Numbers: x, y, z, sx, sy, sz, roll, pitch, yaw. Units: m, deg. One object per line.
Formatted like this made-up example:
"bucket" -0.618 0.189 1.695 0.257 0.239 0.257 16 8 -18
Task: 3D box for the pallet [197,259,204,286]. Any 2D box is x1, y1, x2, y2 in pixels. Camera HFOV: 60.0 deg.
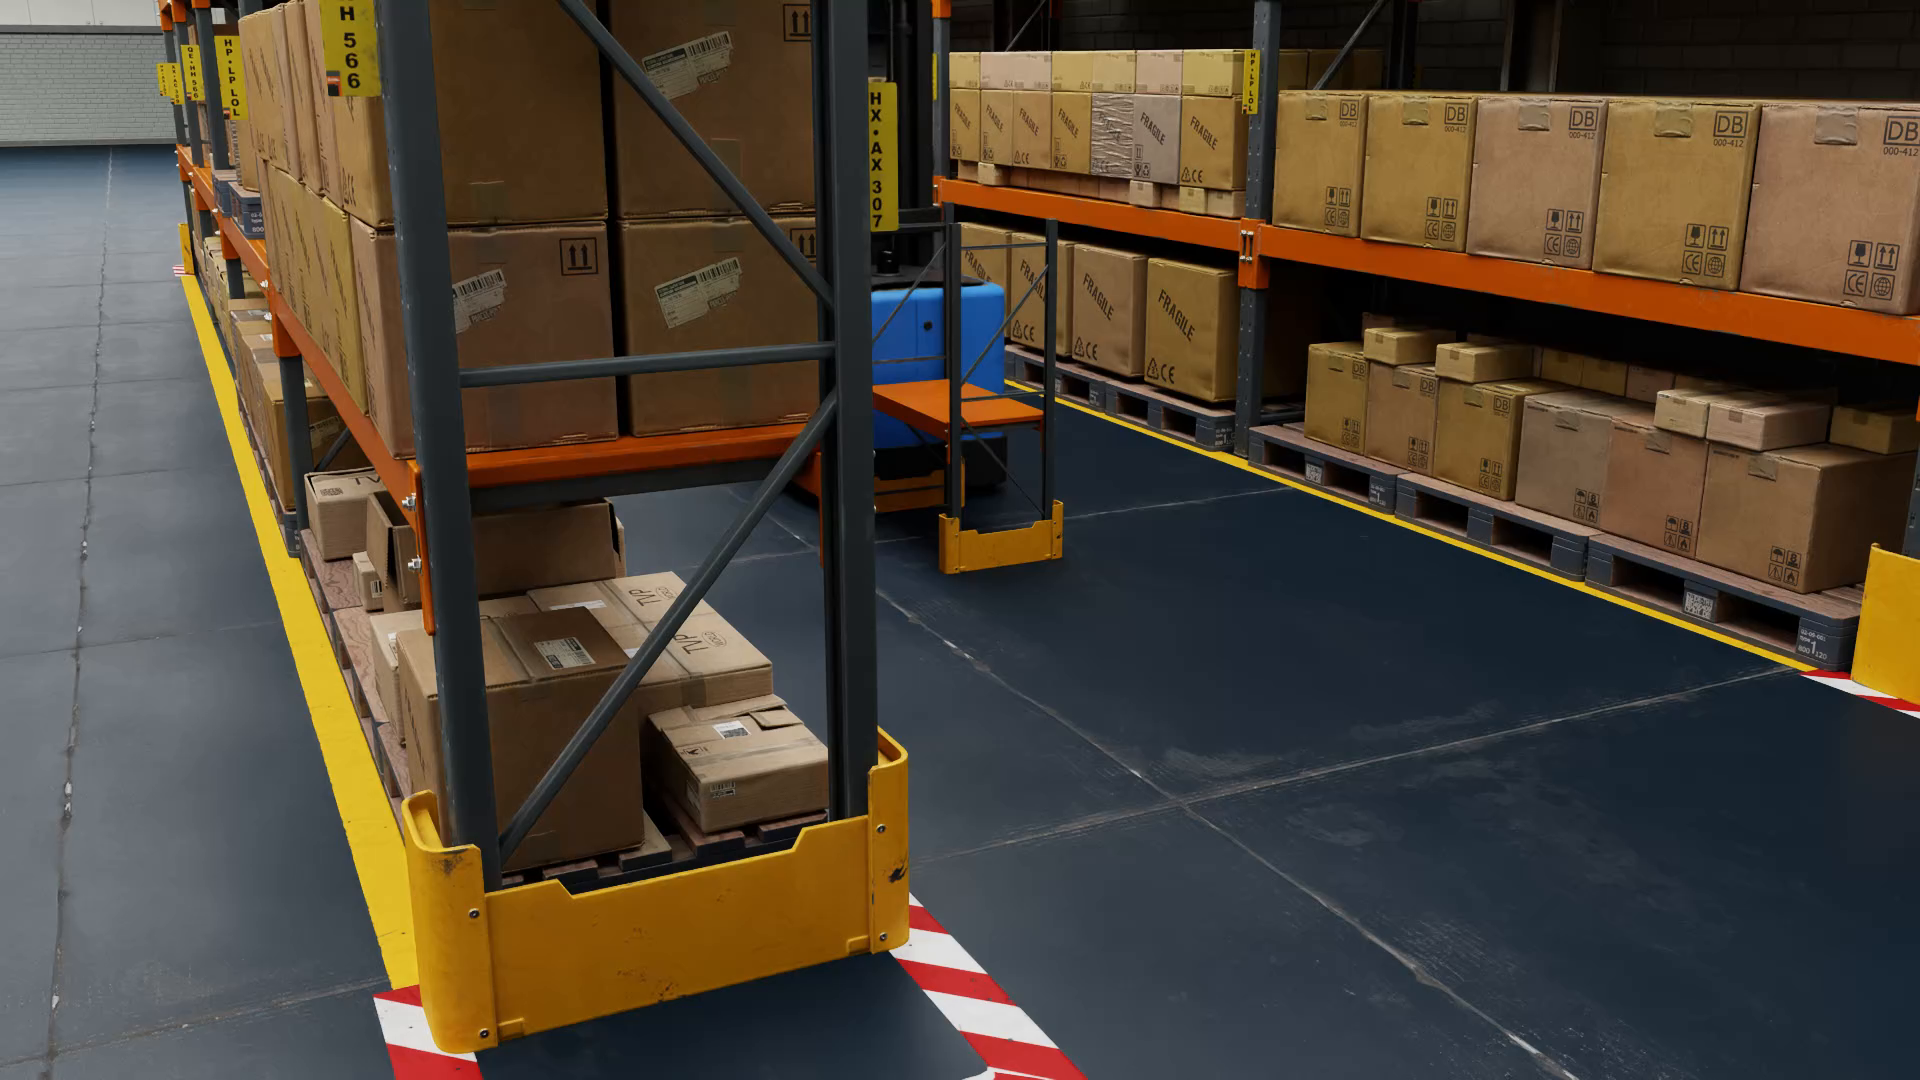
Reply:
"pallet" -7.311 -2.819 17.191 1.003 0.211 1.213 -8 18 -25

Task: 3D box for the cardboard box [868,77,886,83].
"cardboard box" -0.508 -3.641 14.021 0.700 0.500 0.500 -8 18 -25

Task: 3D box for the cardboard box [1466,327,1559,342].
"cardboard box" 2.724 -0.946 8.205 0.380 0.149 0.250 -8 18 -27

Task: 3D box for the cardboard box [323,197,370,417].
"cardboard box" -1.345 -0.631 4.330 0.500 0.500 0.500 -7 18 -24

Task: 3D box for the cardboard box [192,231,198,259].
"cardboard box" -7.648 -3.064 17.214 0.500 0.250 0.500 -8 18 -25

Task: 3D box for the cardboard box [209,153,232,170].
"cardboard box" -5.727 -2.987 13.176 0.380 0.149 0.250 -8 18 -25

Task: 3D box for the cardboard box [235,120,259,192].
"cardboard box" -3.256 -2.049 8.510 0.700 0.500 0.500 -13 21 -39

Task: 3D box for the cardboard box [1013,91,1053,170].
"cardboard box" 0.693 -2.755 11.155 0.500 0.500 0.500 -8 18 -25

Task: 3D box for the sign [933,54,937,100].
"sign" -0.211 -3.410 12.241 0.100 0.325 0.005 -8 18 -25

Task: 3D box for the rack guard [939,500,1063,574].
"rack guard" 0.185 -0.016 7.352 0.587 0.250 0.087 -8 18 -25

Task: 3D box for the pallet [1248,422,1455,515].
"pallet" 2.288 -0.429 8.864 1.003 0.211 1.213 -8 18 -25

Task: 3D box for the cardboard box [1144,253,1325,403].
"cardboard box" 1.623 -1.282 9.915 0.750 0.750 0.750 -7 18 -24

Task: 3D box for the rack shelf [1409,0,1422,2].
"rack shelf" 2.901 -2.568 7.127 1.077 0.370 4.000 -8 18 -25

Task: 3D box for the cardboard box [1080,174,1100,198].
"cardboard box" 0.999 -2.294 10.725 0.380 0.149 0.250 -7 17 -23

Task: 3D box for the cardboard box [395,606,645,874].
"cardboard box" -1.134 0.509 4.275 0.500 0.500 0.500 -8 18 -25

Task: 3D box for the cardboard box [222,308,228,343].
"cardboard box" -5.075 -1.594 12.090 0.500 0.250 0.500 -7 18 -24

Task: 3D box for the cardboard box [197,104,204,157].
"cardboard box" -6.584 -3.764 15.248 0.700 0.500 0.500 -7 18 -24

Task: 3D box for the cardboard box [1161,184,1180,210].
"cardboard box" 1.418 -2.036 9.825 0.380 0.149 0.250 -7 17 -23

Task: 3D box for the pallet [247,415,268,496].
"pallet" -3.355 -0.528 9.208 1.003 0.211 1.213 -8 18 -25

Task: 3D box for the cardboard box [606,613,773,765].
"cardboard box" -0.876 0.441 4.964 0.500 0.250 0.500 -8 18 -25

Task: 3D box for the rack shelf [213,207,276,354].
"rack shelf" -3.303 -1.518 8.908 1.077 0.370 4.000 -8 18 -25

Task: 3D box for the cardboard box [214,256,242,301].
"cardboard box" -5.299 -1.988 12.447 0.500 0.311 0.500 -7 17 -23

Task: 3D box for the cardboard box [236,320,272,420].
"cardboard box" -3.787 -0.969 9.422 0.500 0.500 0.500 -8 18 -26

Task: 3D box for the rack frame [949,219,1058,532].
"rack frame" 0.185 -0.616 7.178 0.500 1.500 0.032 -8 18 -25

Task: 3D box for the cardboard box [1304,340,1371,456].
"cardboard box" 2.260 -0.770 8.767 0.700 0.500 0.500 -7 18 -24

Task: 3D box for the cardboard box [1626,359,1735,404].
"cardboard box" 3.171 -0.693 7.323 0.380 0.149 0.250 -7 18 -24

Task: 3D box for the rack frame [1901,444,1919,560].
"rack frame" 3.777 -0.976 5.714 1.000 3.000 0.127 -8 18 -25

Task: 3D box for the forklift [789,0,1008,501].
"forklift" -0.799 -1.964 9.281 1.130 2.935 3.031 -7 17 -22

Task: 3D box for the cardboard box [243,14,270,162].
"cardboard box" -2.246 -1.618 5.958 0.500 0.500 0.500 -8 18 -27

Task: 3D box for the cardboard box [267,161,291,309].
"cardboard box" -2.221 -1.130 6.071 0.500 0.500 0.500 -7 18 -24

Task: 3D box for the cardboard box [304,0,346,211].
"cardboard box" -1.338 -1.107 4.178 0.500 0.500 0.500 -7 17 -23

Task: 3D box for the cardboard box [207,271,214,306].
"cardboard box" -5.977 -2.102 13.862 0.500 0.250 0.500 -8 18 -26

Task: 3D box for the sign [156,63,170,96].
"sign" -8.185 -4.732 17.090 0.100 0.325 0.005 -8 18 -25

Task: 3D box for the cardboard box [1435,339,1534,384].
"cardboard box" 2.475 -0.846 7.854 0.380 0.149 0.250 -8 18 -26

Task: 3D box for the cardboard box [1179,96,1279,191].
"cardboard box" 1.596 -2.252 9.405 0.500 0.500 0.500 -8 18 -26

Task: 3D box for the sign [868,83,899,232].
"sign" -0.186 -0.858 3.734 0.100 0.325 0.005 -8 18 -25

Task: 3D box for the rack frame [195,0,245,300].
"rack frame" -4.179 -2.360 10.537 1.000 3.000 0.127 -8 18 -25

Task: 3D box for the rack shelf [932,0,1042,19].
"rack shelf" -0.604 -4.552 14.040 1.077 0.370 4.000 -8 18 -25

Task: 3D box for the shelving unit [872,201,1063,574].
"shelving unit" -0.033 -0.740 7.610 0.587 1.500 1.083 -8 18 -25

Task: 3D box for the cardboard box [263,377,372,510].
"cardboard box" -2.900 -0.466 7.670 0.500 0.500 0.500 -8 18 -25

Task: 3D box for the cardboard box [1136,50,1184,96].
"cardboard box" 1.375 -2.742 9.751 0.500 0.250 0.500 -7 18 -24

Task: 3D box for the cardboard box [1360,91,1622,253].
"cardboard box" 2.563 -1.794 8.020 0.980 0.700 0.700 -8 18 -26

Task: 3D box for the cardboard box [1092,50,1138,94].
"cardboard box" 1.152 -2.868 10.191 0.500 0.250 0.500 -7 18 -24

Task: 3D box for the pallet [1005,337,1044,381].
"pallet" 0.550 -1.415 12.298 1.003 0.211 1.213 -8 18 -25

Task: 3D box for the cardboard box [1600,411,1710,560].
"cardboard box" 3.162 -0.262 6.996 0.700 0.500 0.500 -8 18 -25

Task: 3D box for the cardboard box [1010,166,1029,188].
"cardboard box" 0.573 -2.552 11.624 0.380 0.149 0.250 -8 18 -25

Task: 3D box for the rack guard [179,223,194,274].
"rack guard" -7.694 -3.148 17.815 1.175 0.500 0.348 -8 18 -25

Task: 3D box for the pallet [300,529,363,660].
"pallet" -2.126 0.143 6.872 1.003 0.211 1.213 -8 18 -25

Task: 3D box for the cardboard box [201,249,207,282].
"cardboard box" -6.773 -2.568 15.485 0.500 0.250 0.500 -8 18 -25

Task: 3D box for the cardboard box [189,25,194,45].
"cardboard box" -6.354 -4.258 14.617 0.700 0.500 0.500 -8 18 -25
